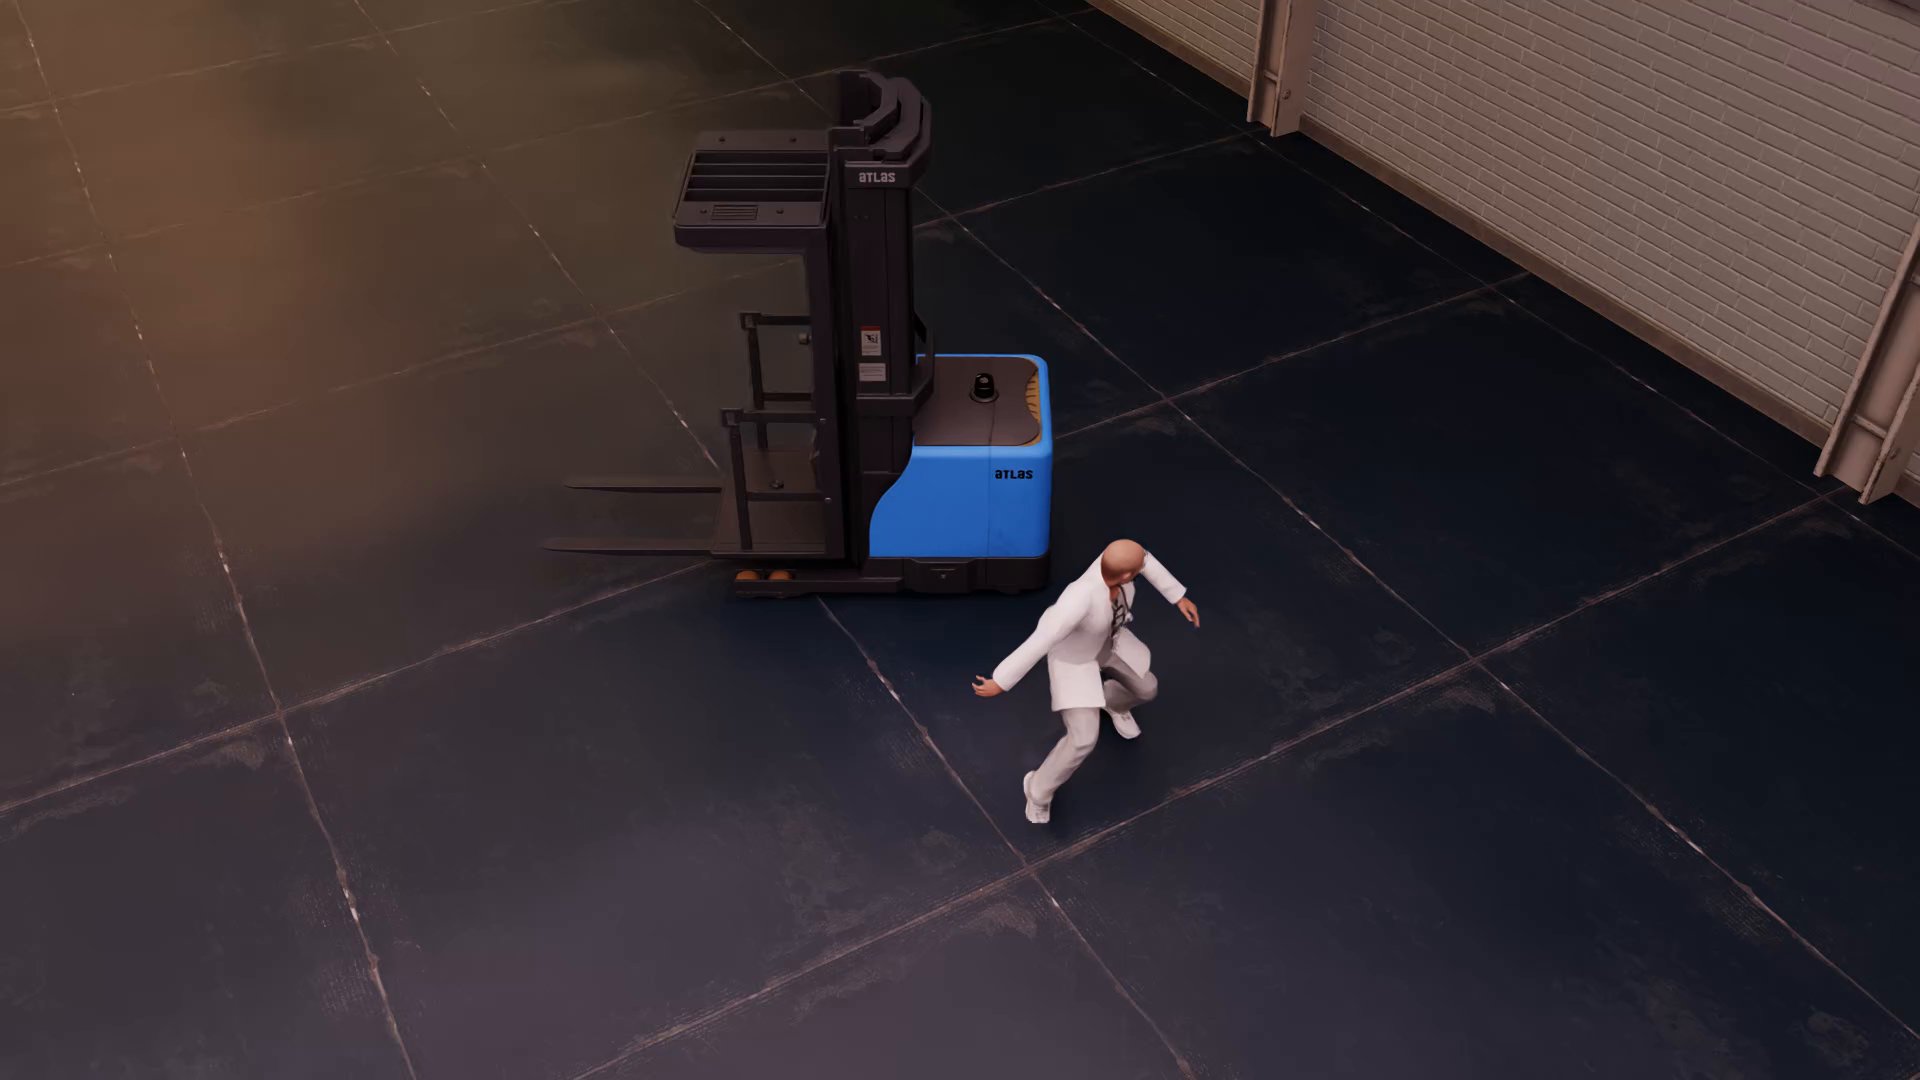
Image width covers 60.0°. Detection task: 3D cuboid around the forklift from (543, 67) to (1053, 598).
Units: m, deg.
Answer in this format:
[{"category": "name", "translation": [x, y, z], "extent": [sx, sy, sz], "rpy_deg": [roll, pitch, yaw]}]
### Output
[{"category": "forklift", "translation": [-0.977, -1.119, 9.386], "extent": [3.031, 2.935, 1.130], "rpy_deg": [0, 40, 0]}]

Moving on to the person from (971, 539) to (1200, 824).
[{"category": "person", "translation": [0.646, 0.656, 8.375], "extent": [0.610, 1.730, 1.106], "rpy_deg": [32, 49, 33]}]
